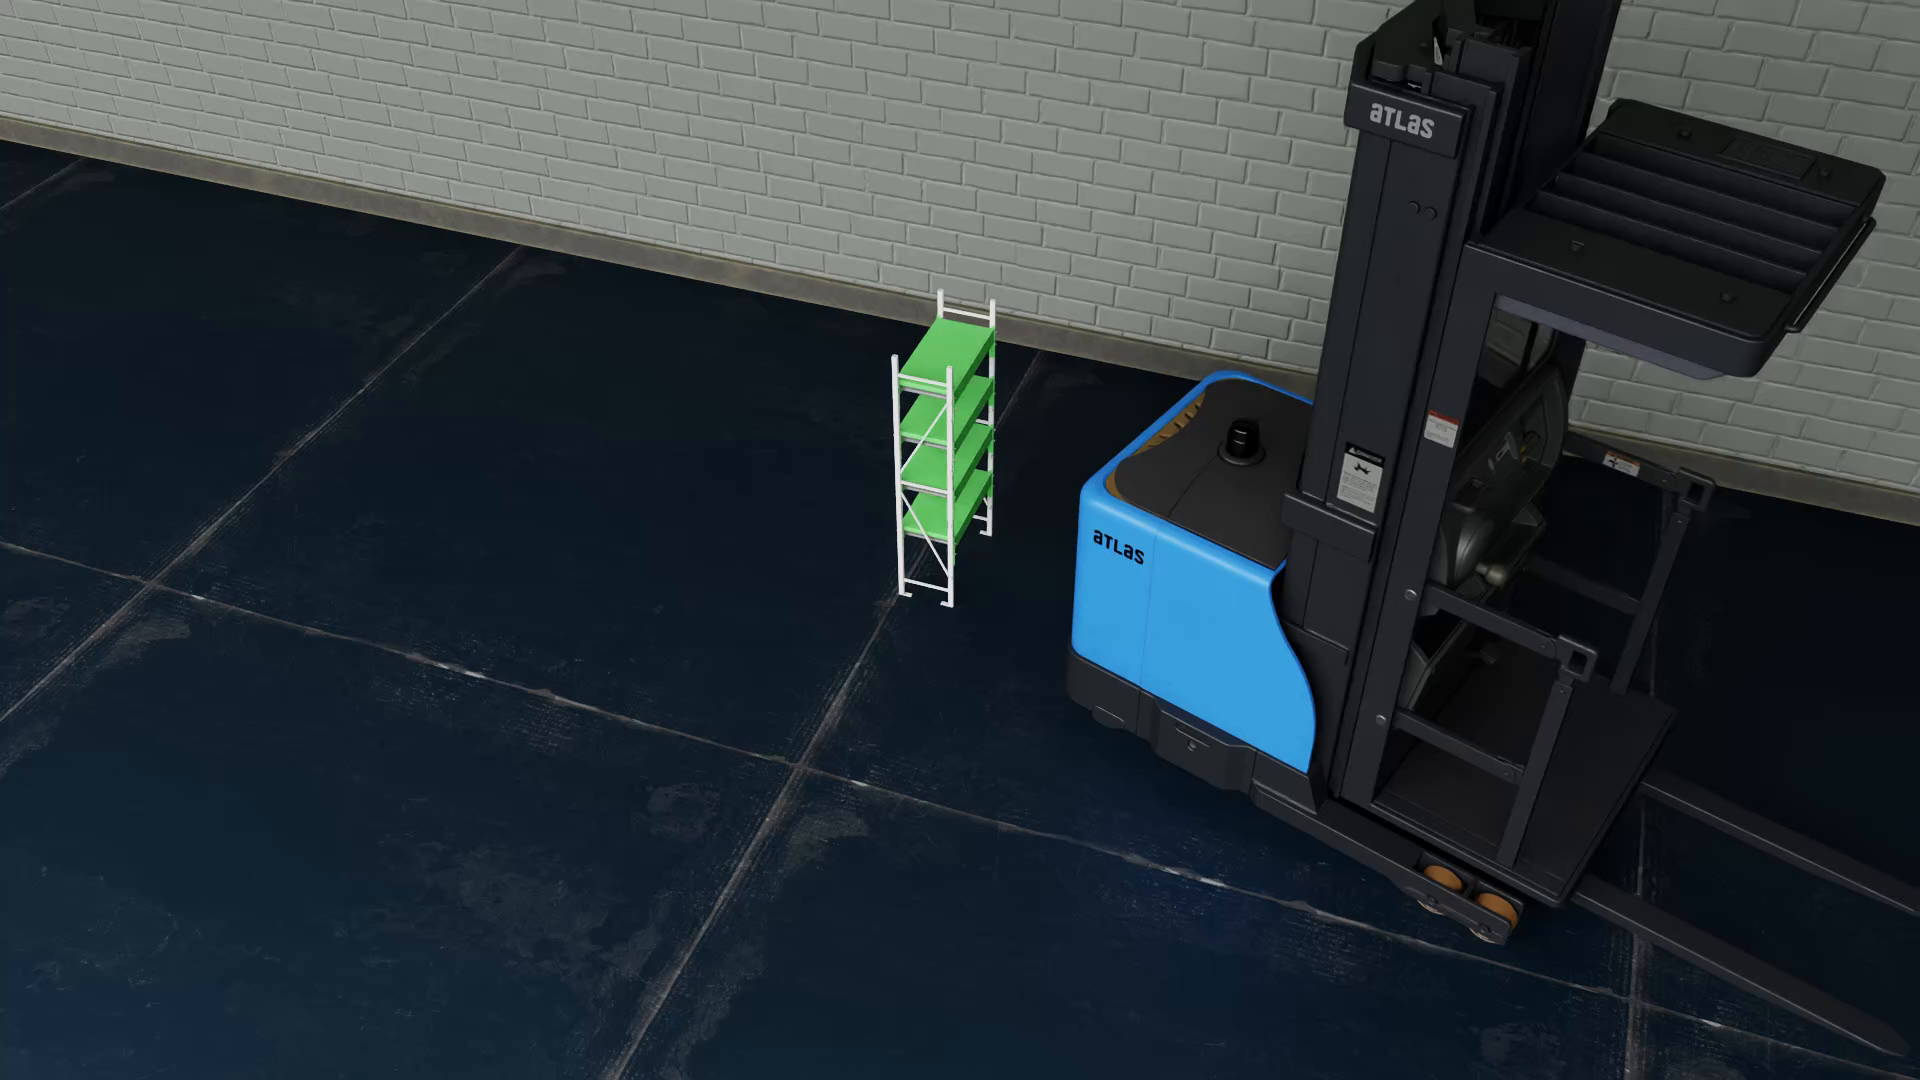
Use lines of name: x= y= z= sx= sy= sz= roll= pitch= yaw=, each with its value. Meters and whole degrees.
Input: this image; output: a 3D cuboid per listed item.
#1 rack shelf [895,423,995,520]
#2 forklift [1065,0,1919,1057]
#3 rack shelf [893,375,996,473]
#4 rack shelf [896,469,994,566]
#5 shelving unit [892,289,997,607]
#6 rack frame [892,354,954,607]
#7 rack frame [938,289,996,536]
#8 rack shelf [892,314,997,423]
rack shelf: x=-0.057 y=-0.307 z=6.784 sx=0.258 sy=0.148 sz=0.480 roll=13 pitch=42 yaw=15
forklift: x=1.883 y=-0.143 z=5.160 sx=3.031 sy=2.935 sz=1.130 roll=27 pitch=47 yaw=28
rack shelf: x=-0.057 y=-0.489 z=6.628 sx=0.258 sy=0.148 sz=0.480 roll=13 pitch=42 yaw=15
rack shelf: x=-0.057 y=-0.124 z=6.939 sx=0.258 sy=0.148 sz=0.480 roll=13 pitch=42 yaw=15
shelving unit: x=-0.057 y=-0.356 z=6.742 sx=0.258 sy=1.200 sz=0.503 roll=13 pitch=42 yaw=15
rack frame: x=-0.140 y=-0.207 z=6.568 sx=0.240 sy=1.200 sz=0.015 roll=13 pitch=42 yaw=15
rack frame: x=0.027 y=-0.504 z=6.917 sx=0.240 sy=1.200 sz=0.015 roll=13 pitch=42 yaw=15
rack shelf: x=-0.057 y=-0.672 z=6.472 sx=0.258 sy=0.148 sz=0.480 roll=13 pitch=42 yaw=15
